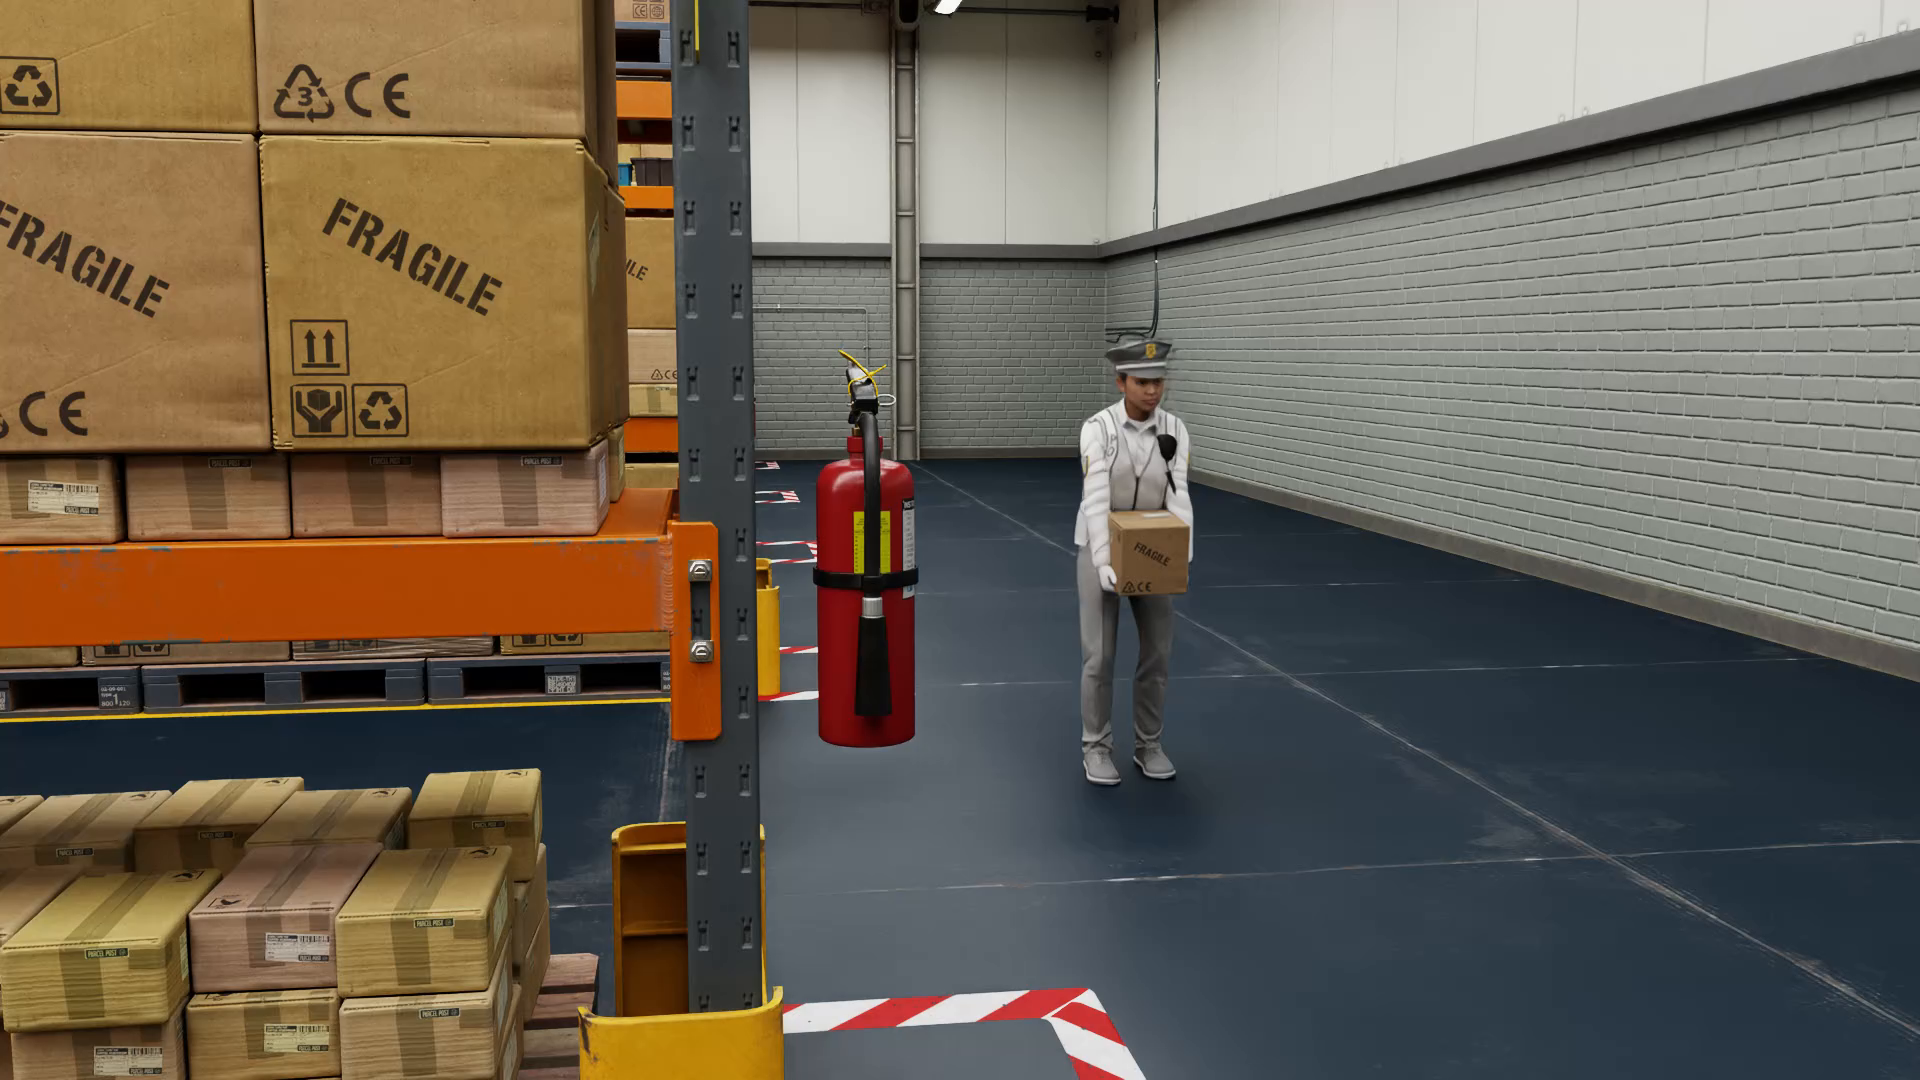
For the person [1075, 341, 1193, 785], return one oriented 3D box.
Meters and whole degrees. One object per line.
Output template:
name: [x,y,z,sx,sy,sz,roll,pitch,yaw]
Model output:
person: [0.651,0.085,6.209,0.414,1.648,0.550,-1,7,-10]
